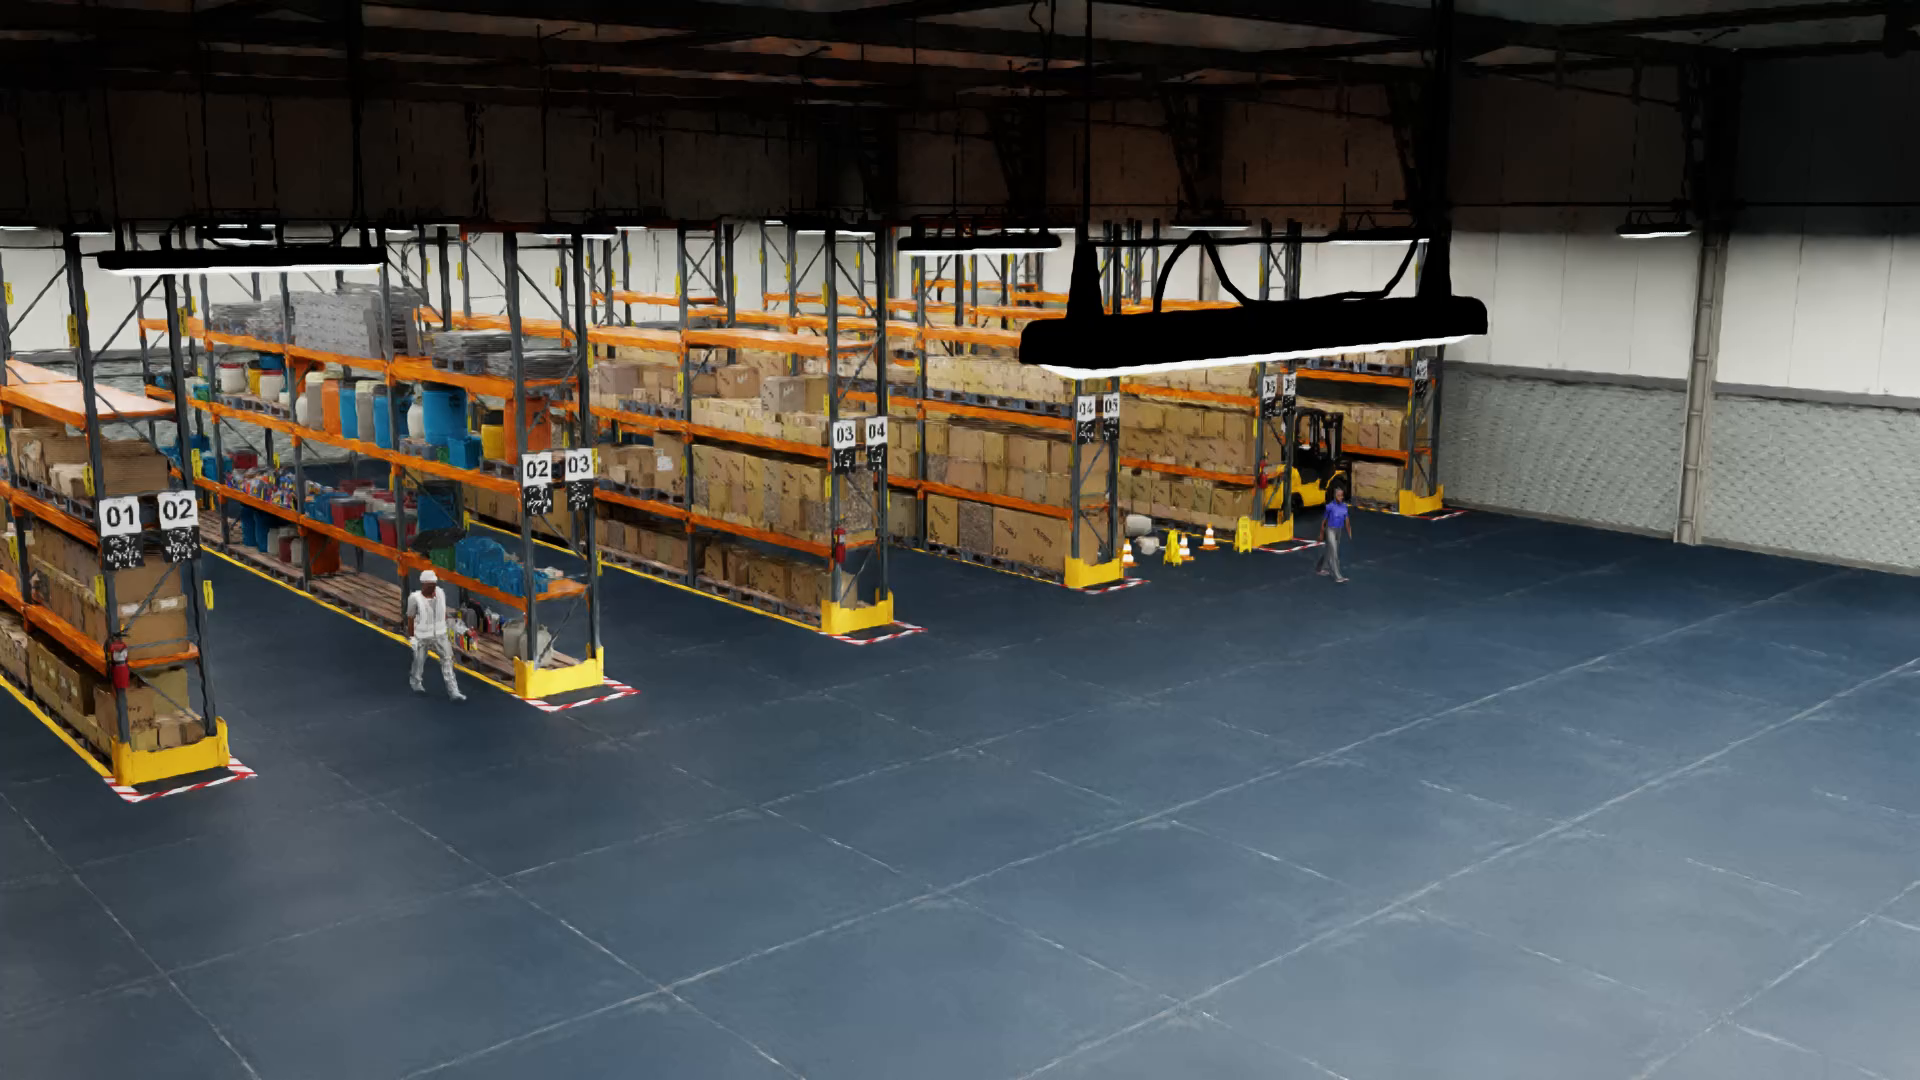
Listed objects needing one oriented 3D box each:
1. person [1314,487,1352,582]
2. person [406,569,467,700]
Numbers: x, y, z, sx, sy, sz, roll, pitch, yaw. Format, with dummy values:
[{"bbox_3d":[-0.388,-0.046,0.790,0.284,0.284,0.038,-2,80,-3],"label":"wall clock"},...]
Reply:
[{"bbox_3d":[6.402,-0.119,28.363,0.441,1.587,1.000,-7,13,-32],"label":"person"},{"bbox_3d":[-6.836,1.210,21.480,0.568,1.702,1.106,-9,15,-38],"label":"person"}]
